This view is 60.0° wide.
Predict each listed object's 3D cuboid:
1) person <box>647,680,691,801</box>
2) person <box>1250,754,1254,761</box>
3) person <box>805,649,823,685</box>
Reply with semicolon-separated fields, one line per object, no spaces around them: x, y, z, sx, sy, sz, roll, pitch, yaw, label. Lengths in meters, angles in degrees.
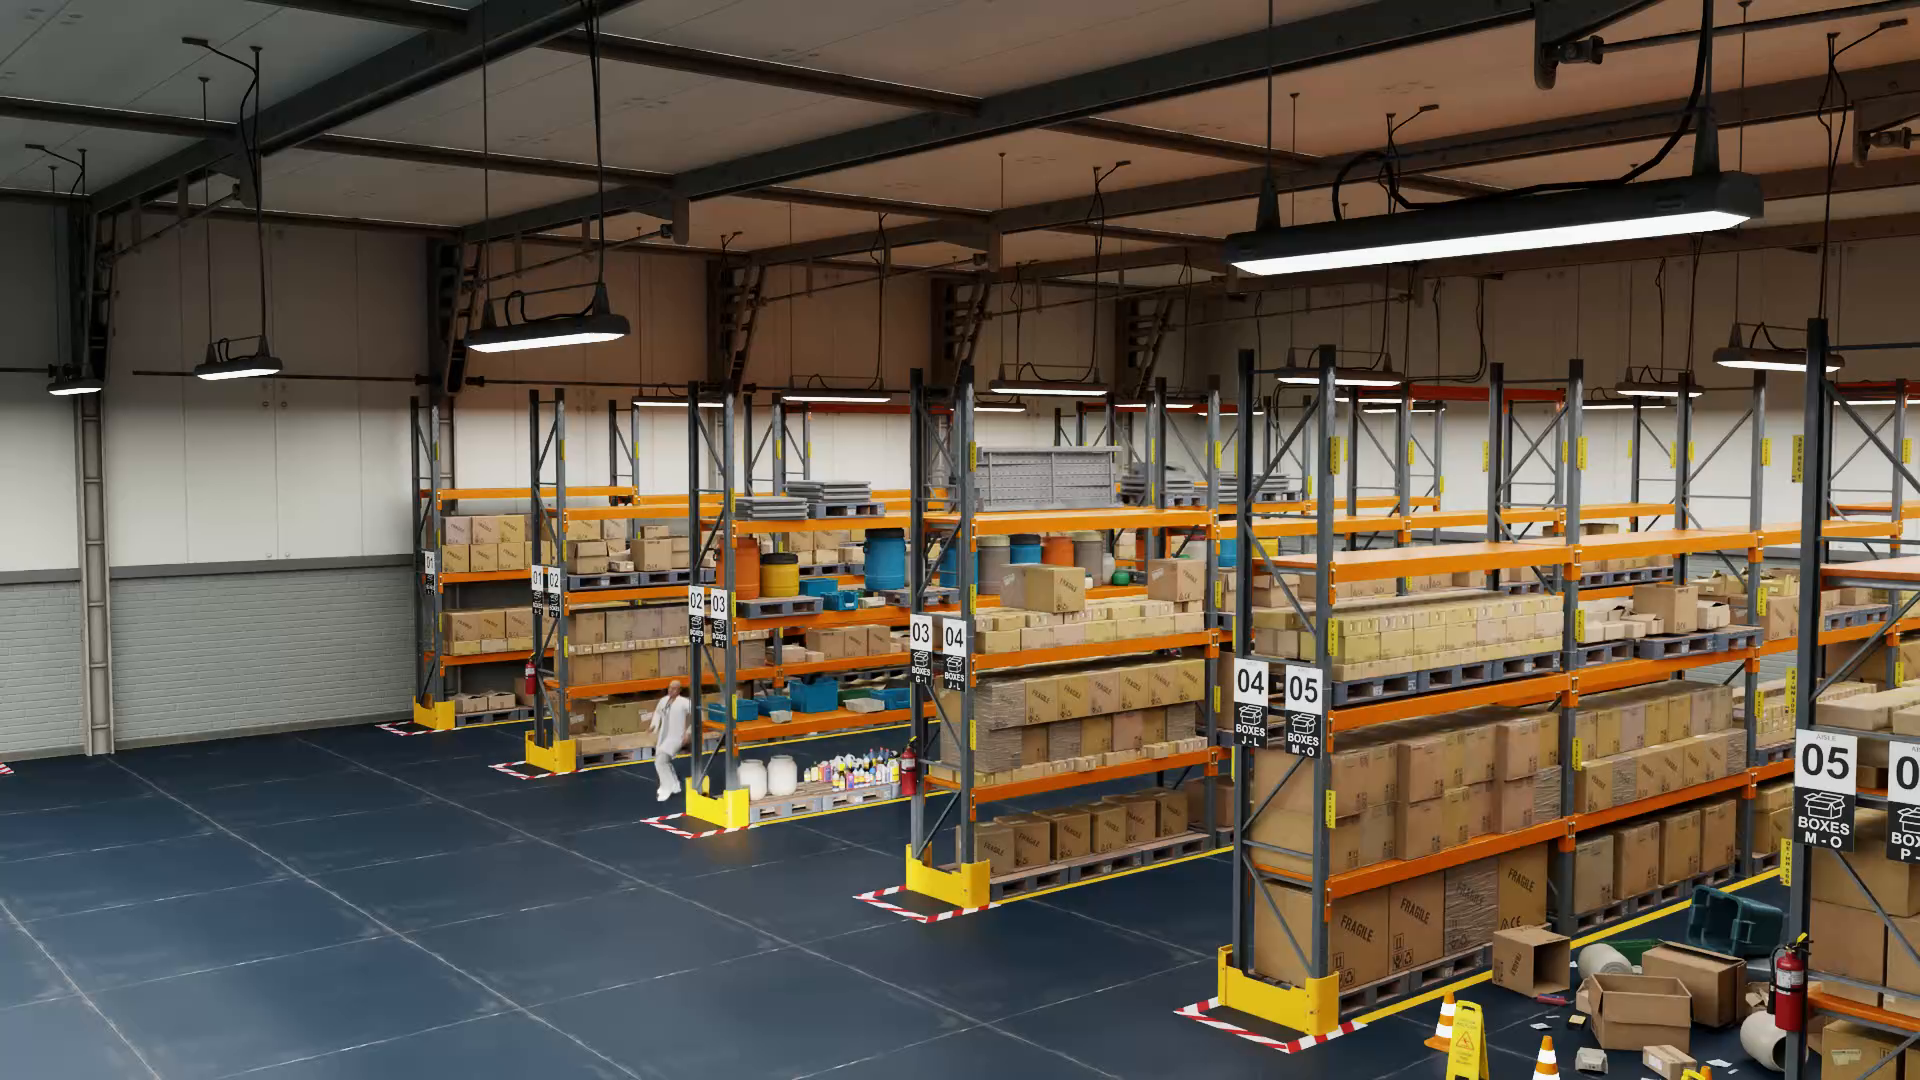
-4.145;2.896;23.953;0.767;1.775;0.674;3;4;38;person
4.551;2.869;25.180;0.561;1.618;0.570;3;5;43;person
-2.731;2.496;31.820;0.802;1.604;0.528;-2;4;-35;person
